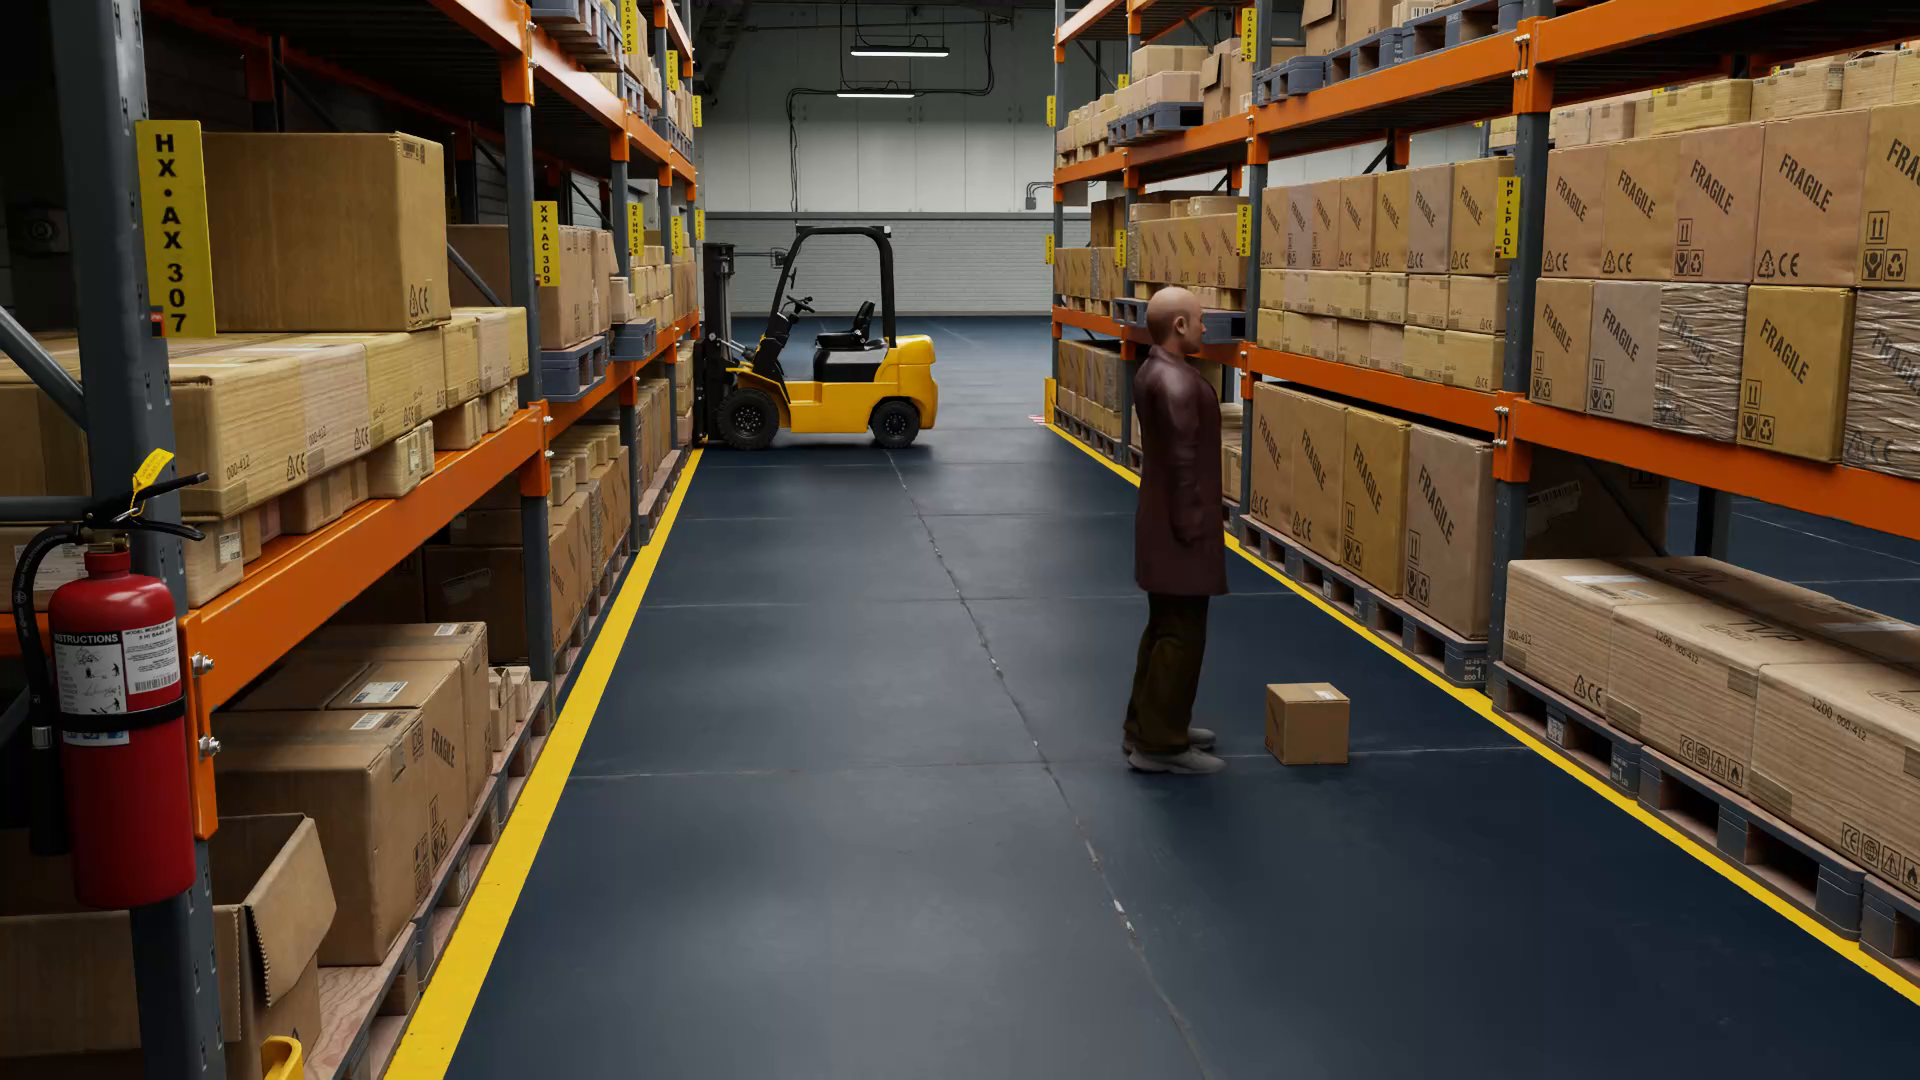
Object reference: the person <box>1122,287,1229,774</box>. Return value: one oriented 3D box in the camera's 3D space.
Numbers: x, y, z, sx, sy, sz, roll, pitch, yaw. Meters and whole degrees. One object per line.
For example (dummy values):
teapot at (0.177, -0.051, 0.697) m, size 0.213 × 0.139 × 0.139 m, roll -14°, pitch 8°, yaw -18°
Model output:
person at (0.811, -0.033, 6.204) m, size 0.394 × 1.799 × 0.561 m, roll -1°, pitch 10°, yaw -5°
